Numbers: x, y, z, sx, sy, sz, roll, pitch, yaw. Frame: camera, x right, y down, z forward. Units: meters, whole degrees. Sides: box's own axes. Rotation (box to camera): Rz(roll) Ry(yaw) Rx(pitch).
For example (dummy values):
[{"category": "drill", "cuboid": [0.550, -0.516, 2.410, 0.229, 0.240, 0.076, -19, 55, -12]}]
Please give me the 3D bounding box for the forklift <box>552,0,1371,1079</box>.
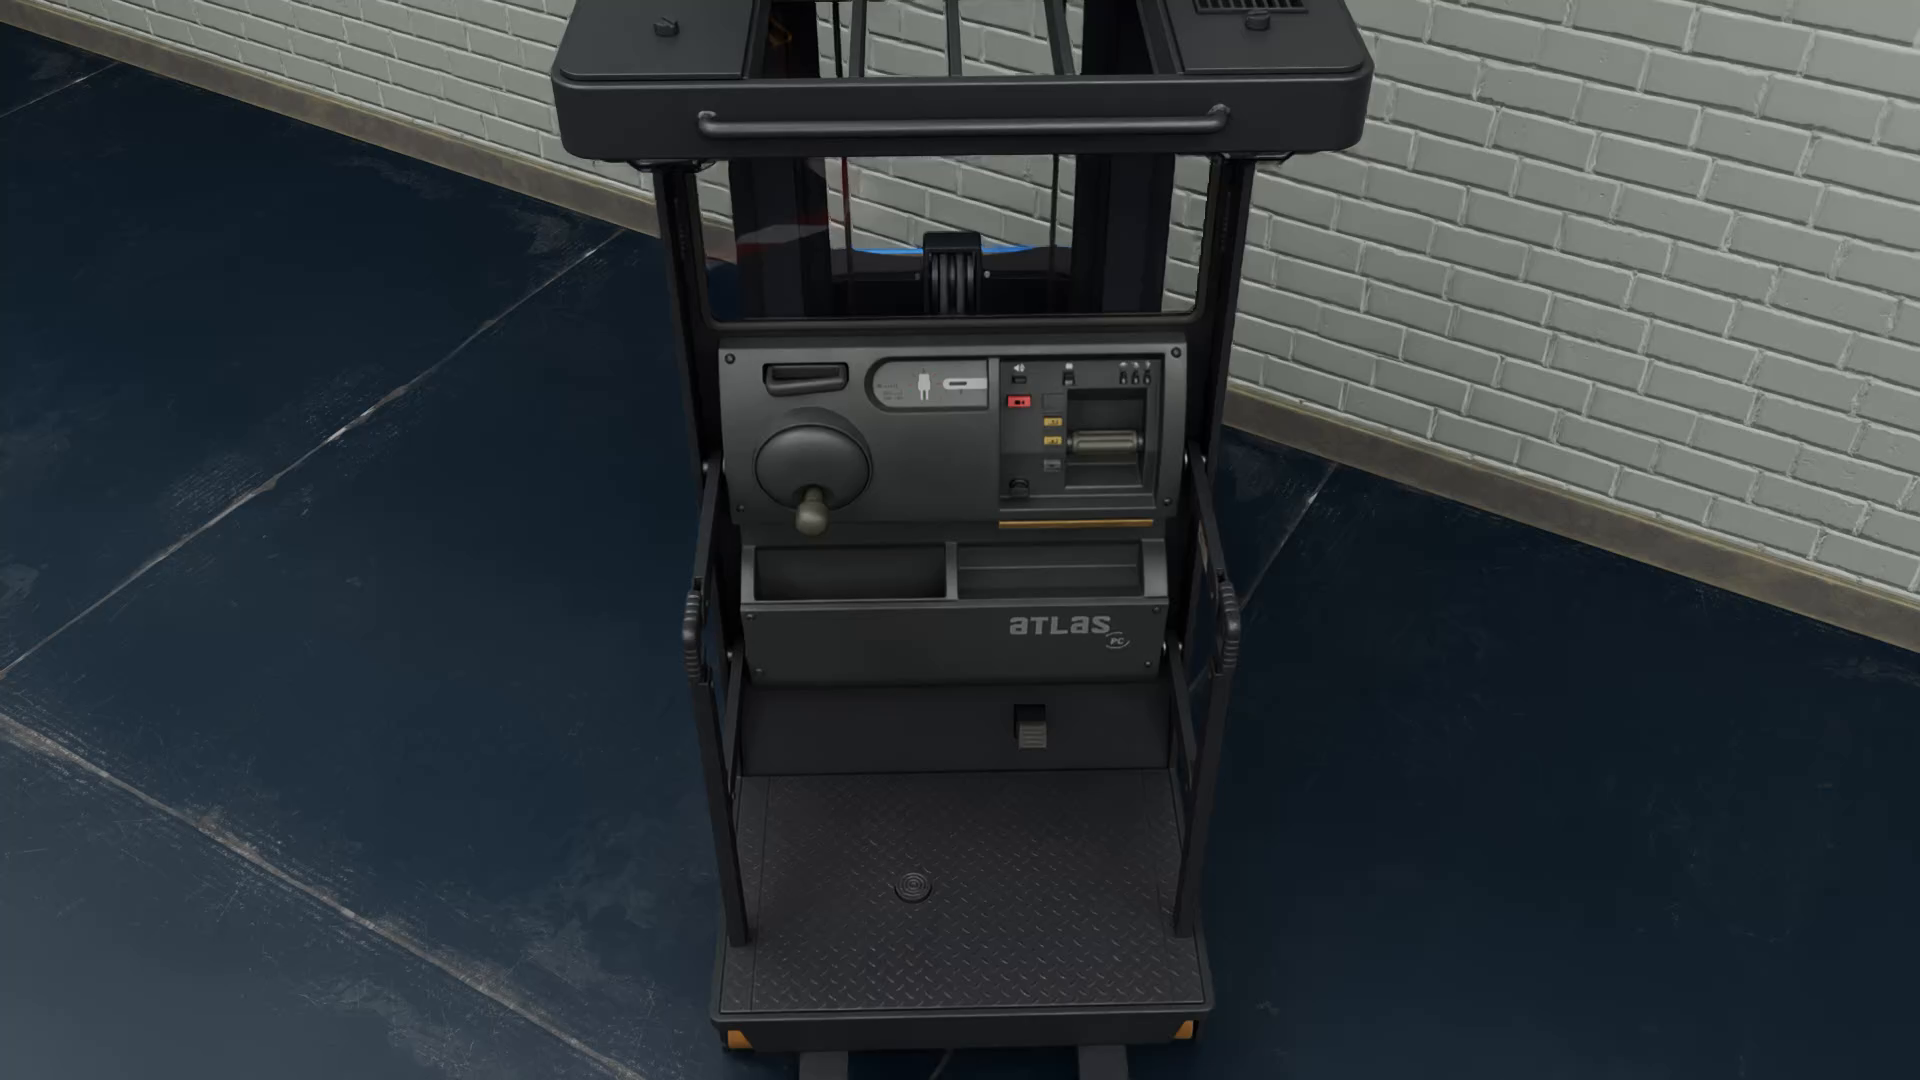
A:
[{"category": "forklift", "cuboid": [-0.005, -0.140, 3.192, 1.130, 2.935, 3.031, -1, 41, -1]}]
